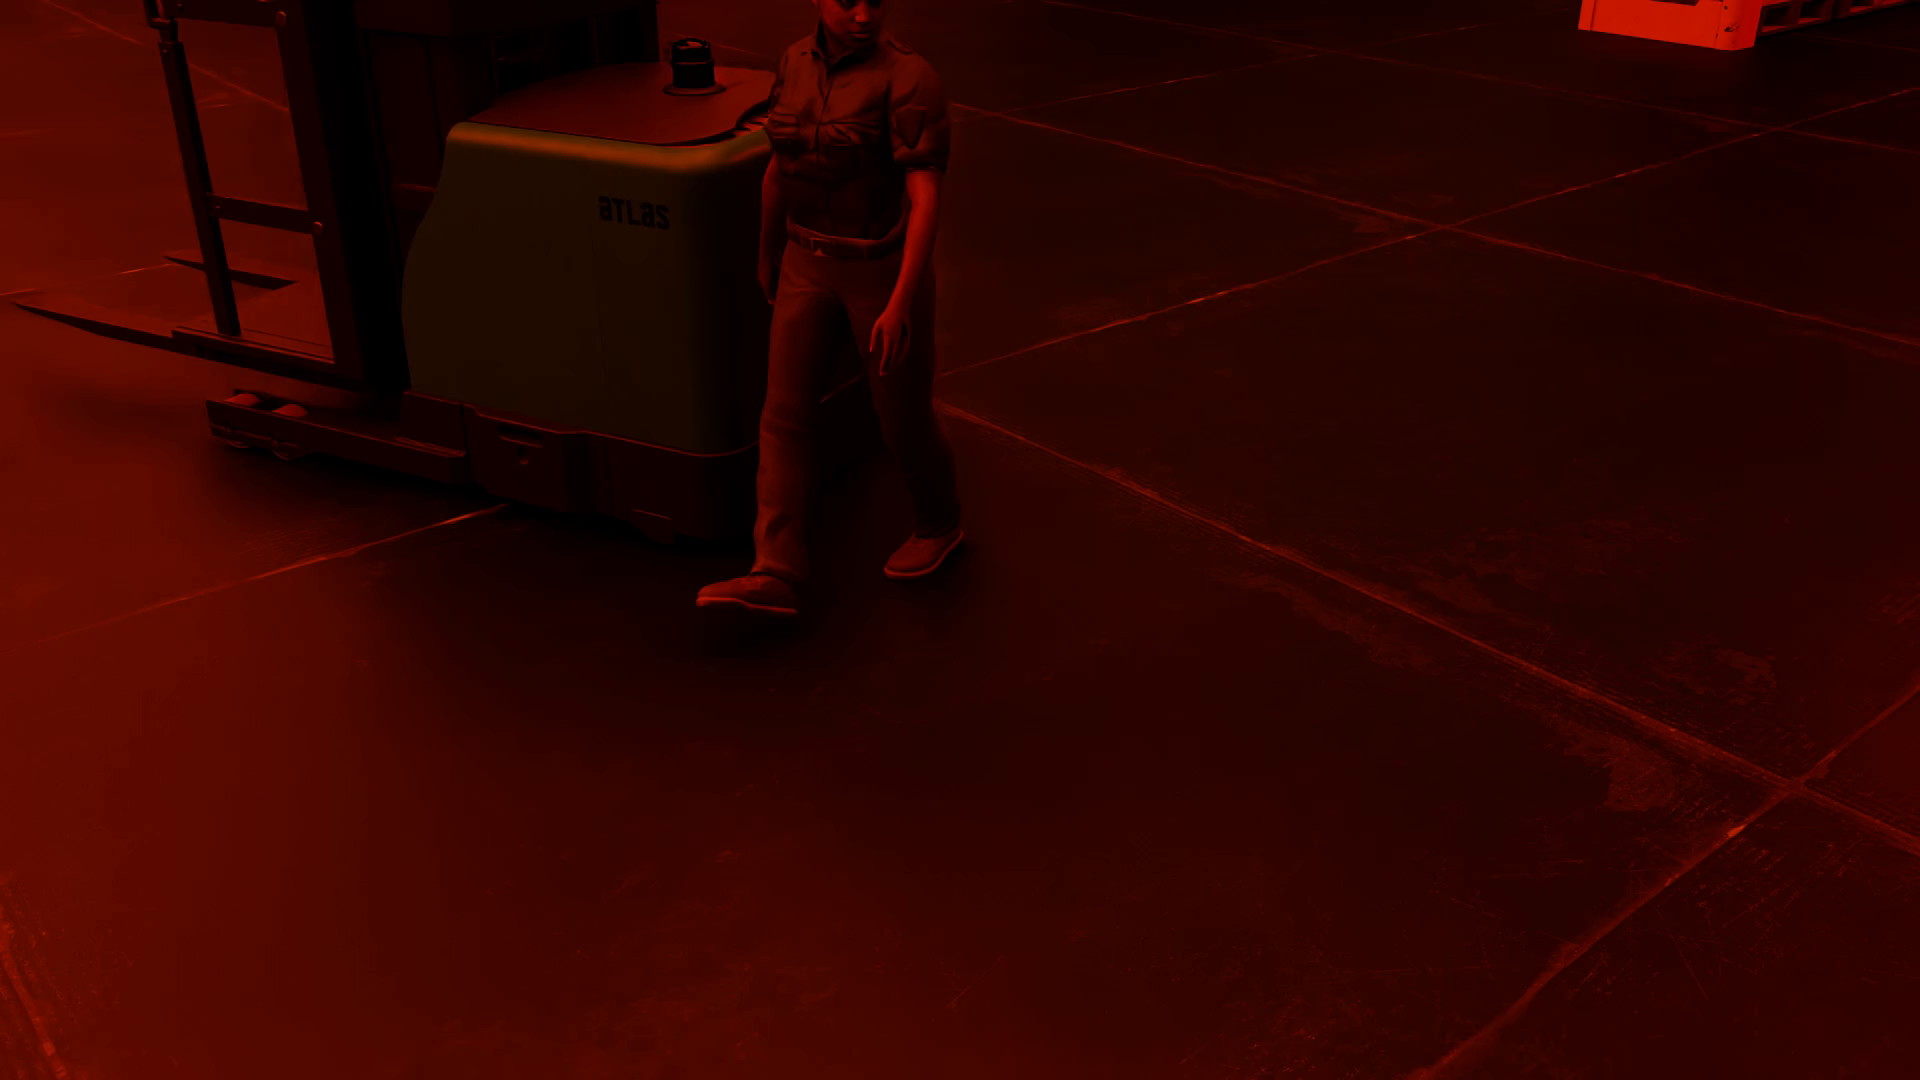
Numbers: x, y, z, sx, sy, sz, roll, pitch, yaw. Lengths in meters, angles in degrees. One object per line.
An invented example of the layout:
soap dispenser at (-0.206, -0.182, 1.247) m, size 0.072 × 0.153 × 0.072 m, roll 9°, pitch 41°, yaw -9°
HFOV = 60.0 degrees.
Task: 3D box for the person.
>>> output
person at (-0.318, -0.574, 3.854) m, size 0.635 × 1.612 × 0.872 m, roll 14°, pitch 30°, yaw 26°

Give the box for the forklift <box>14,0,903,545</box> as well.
forklift at (-1.701, -1.745, 4.720) m, size 3.031 × 2.935 × 1.130 m, roll 13°, pitch 29°, yaw 24°
